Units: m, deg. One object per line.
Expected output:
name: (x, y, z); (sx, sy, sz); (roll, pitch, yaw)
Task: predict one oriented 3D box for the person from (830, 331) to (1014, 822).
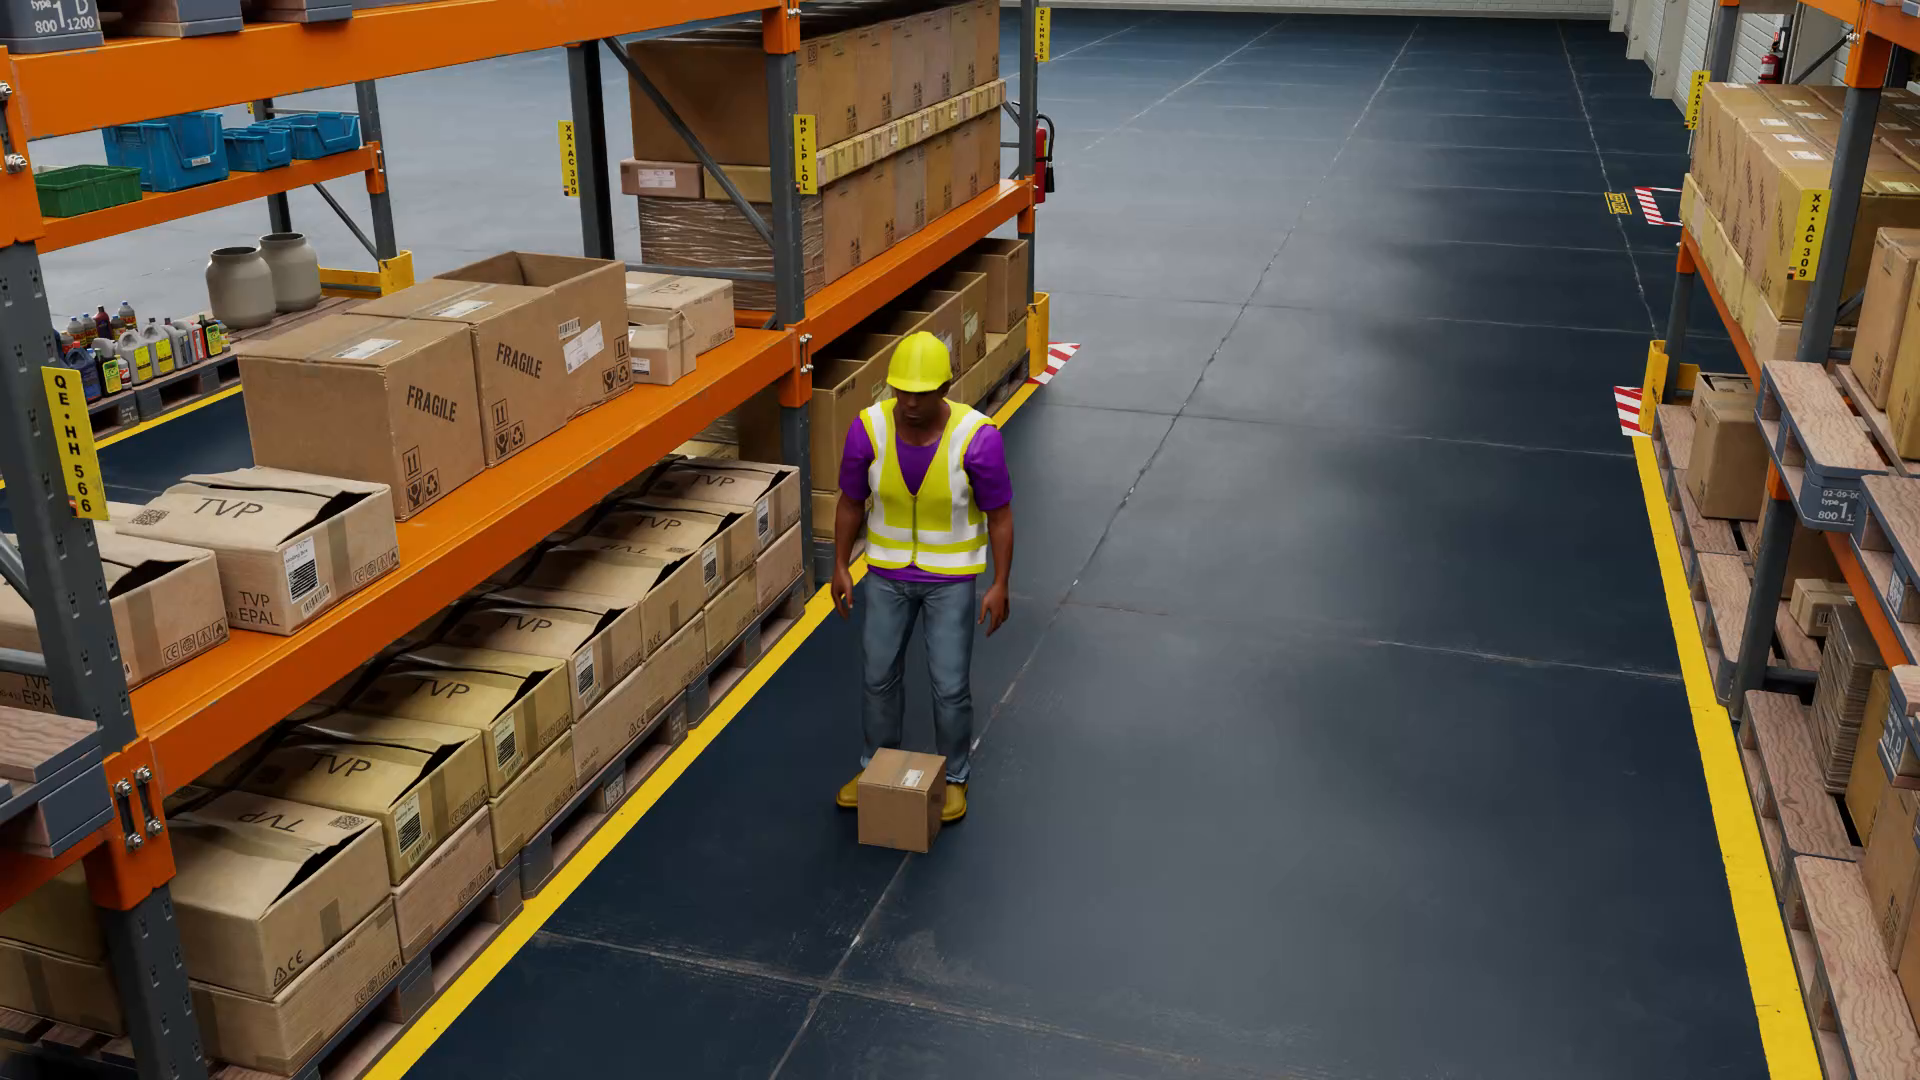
person: (-0.135, 0.129, 5.741); (0.636, 1.761, 0.454); (5, 22, 13)
